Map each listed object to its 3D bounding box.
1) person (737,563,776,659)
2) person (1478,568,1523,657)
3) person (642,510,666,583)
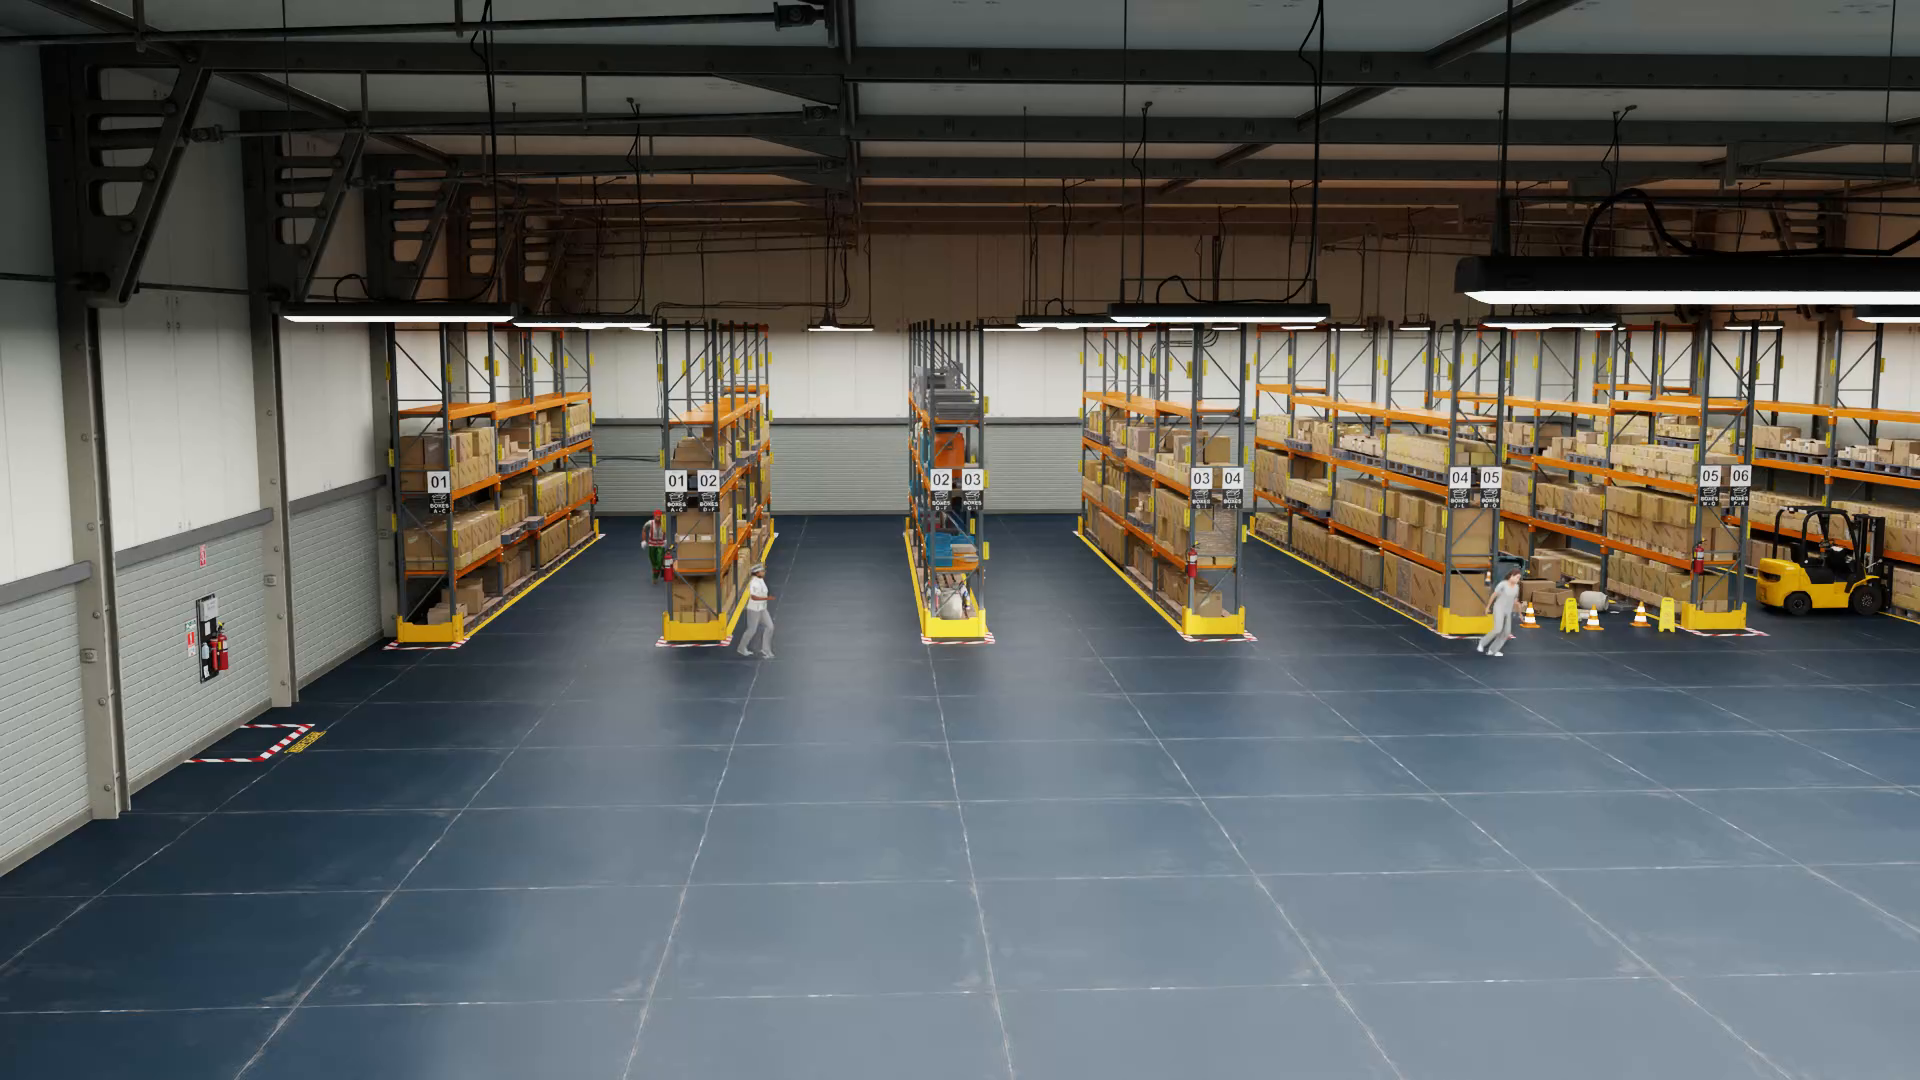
[{"bbox_3d":[-3.597,1.271,29.369,0.760,1.754,0.553,2,7,18],"label":"person"},{"bbox_3d":[9.614,1.279,29.551,0.695,1.596,0.601,-3,8,-22],"label":"person"},{"bbox_3d":[-7.006,0.137,38.414,0.669,1.713,0.710,-2,7,-18],"label":"person"}]
